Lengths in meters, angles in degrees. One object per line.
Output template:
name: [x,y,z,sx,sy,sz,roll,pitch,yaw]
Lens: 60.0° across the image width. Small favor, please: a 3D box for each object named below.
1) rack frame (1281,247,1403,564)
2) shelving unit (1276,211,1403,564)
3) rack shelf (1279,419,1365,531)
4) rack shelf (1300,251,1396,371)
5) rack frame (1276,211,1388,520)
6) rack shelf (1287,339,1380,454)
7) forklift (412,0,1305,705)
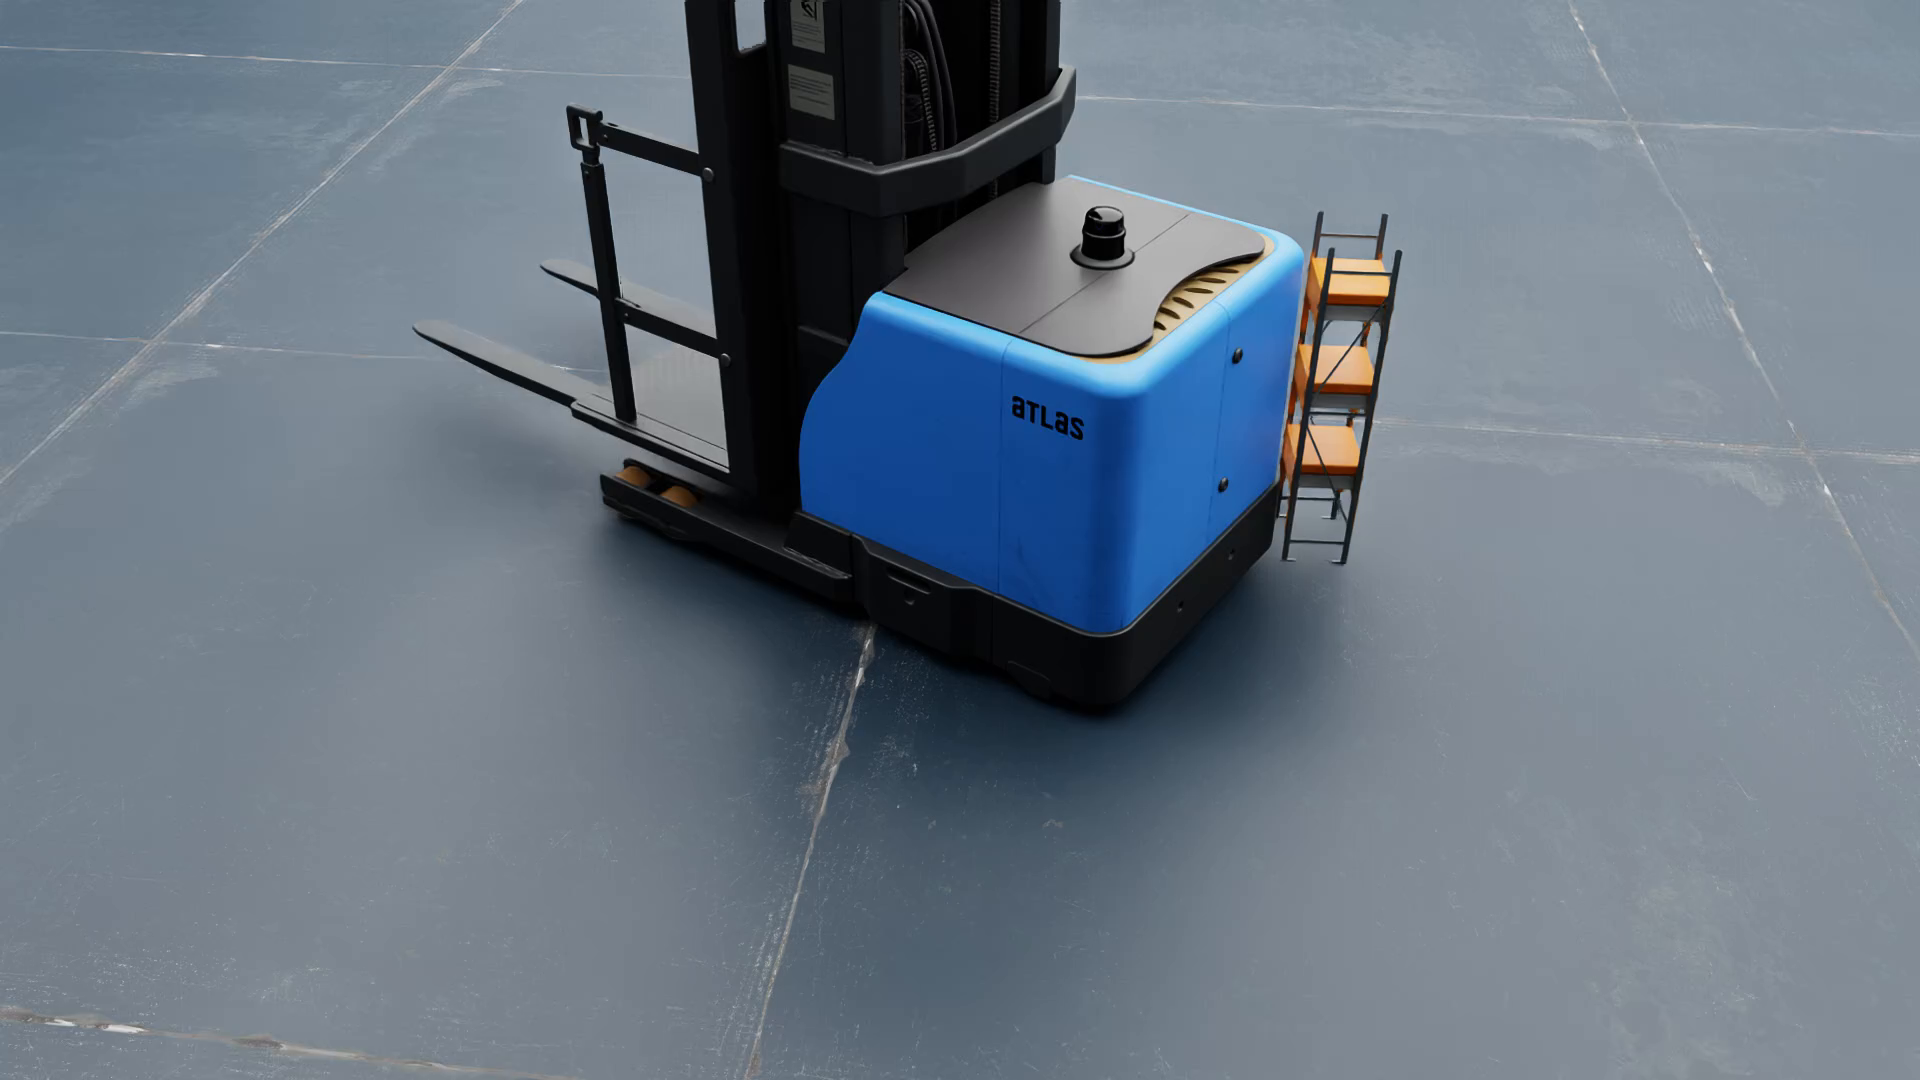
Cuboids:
rack frame: [1.102,-0.365,4.848,0.200,1.050,0.008,2,35,2]
shelving unit: [1.108,-0.434,4.948,0.215,1.050,0.252,2,35,2]
rack shelf: [1.104,-0.197,5.112,0.215,0.259,0.240,2,35,2]
rack shelf: [1.112,-0.658,4.793,0.215,0.259,0.240,2,35,2]
rack frame: [1.115,-0.503,5.048,0.200,1.050,0.008,2,35,2]
rack shelf: [1.108,-0.425,4.954,0.215,0.259,0.240,2,35,2]
forklift: [-0.531,-1.421,4.717,3.031,2.935,1.130,23,41,28]
